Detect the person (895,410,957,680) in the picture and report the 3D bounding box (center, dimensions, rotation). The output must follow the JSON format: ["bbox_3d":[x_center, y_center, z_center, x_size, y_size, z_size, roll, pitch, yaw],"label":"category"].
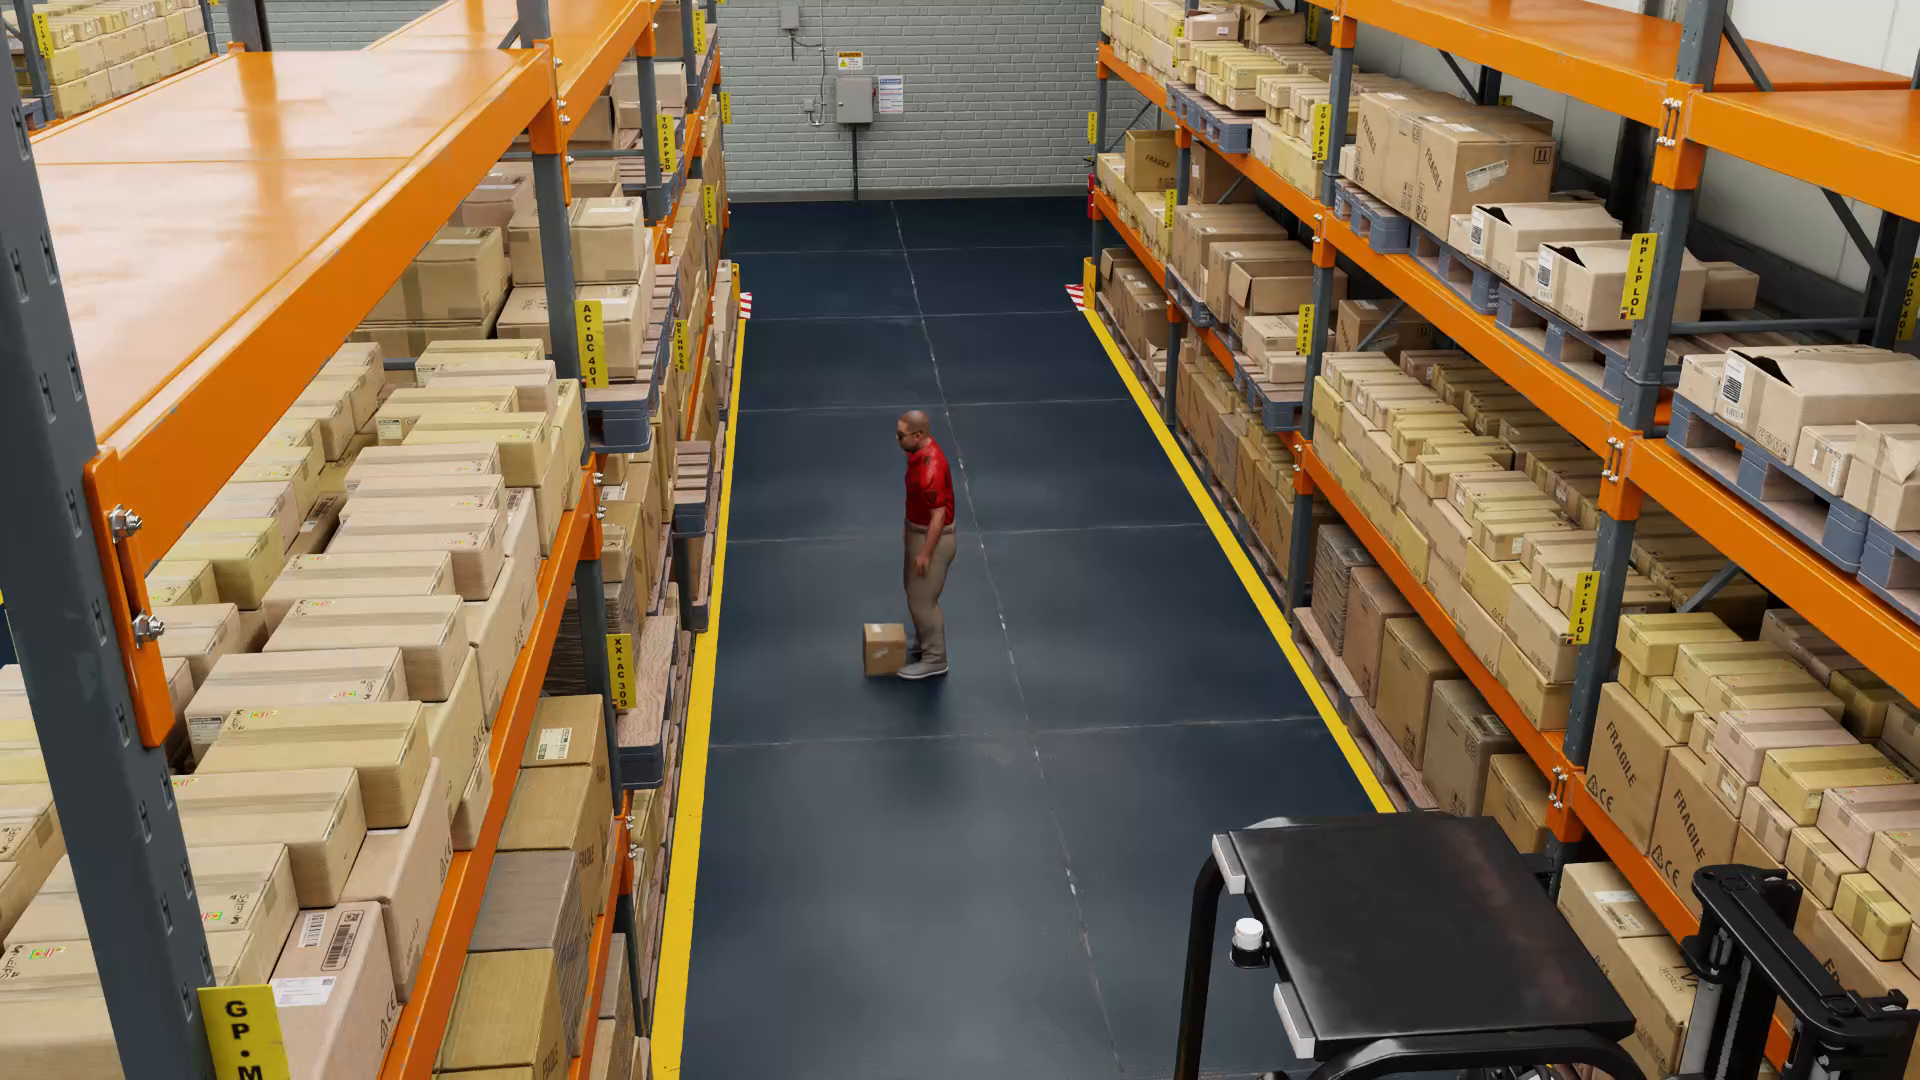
[{"bbox_3d":[-0.224,0.008,10.324,0.390,1.727,0.578,-3,24,-7],"label":"person"}]
